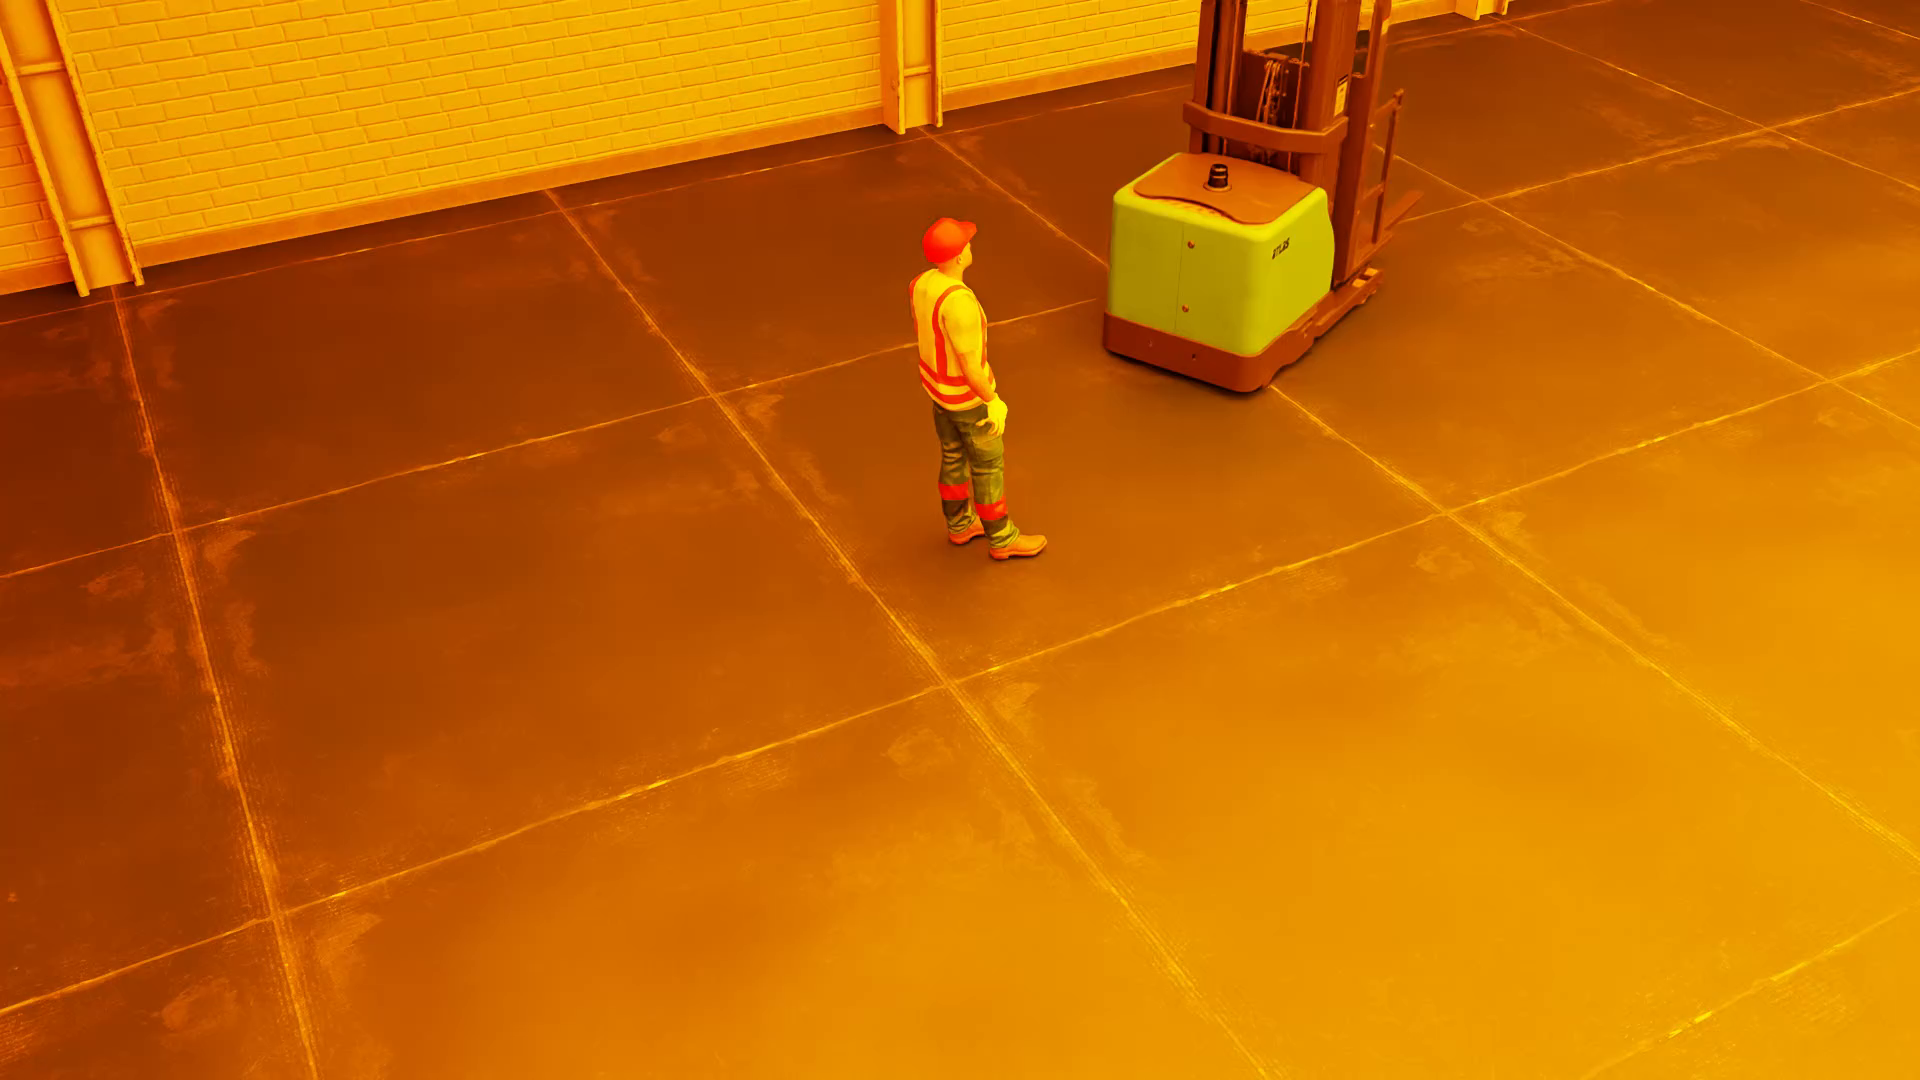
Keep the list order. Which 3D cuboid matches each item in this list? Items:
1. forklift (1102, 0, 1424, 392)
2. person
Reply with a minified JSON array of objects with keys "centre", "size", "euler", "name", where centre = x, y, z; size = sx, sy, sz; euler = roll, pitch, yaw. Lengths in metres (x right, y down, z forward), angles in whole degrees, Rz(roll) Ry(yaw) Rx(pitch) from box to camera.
[{"centre":[2.135,-2.871,10.185],"size":[1.130,2.935,3.031],"euler":[22,41,28],"name":"forklift"},{"centre":[0.076,-0.752,8.164],"size":[0.564,1.787,0.638],"euler":[-17,39,-23],"name":"person"}]
